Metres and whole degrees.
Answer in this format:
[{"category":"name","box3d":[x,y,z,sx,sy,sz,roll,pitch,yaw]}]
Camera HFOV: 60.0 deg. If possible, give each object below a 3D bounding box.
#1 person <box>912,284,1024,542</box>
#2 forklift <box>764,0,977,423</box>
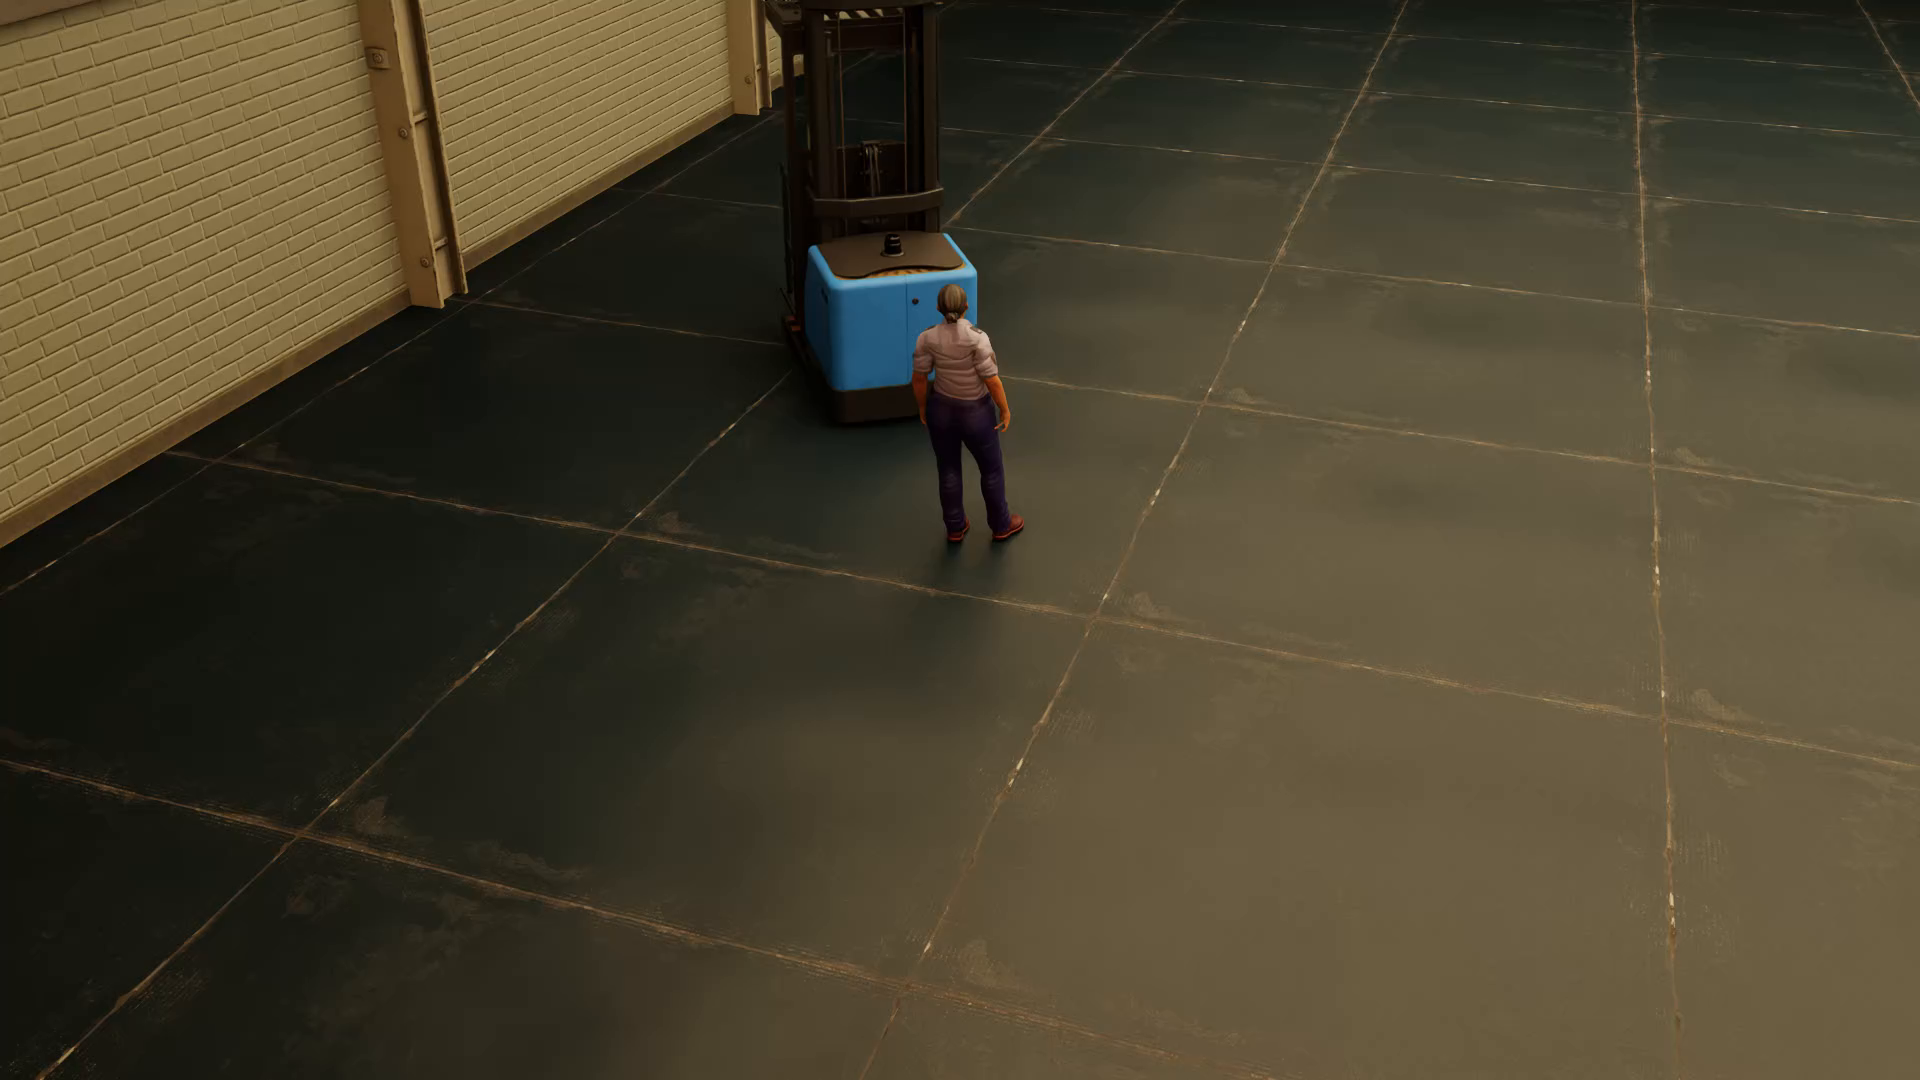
[{"category":"person","box3d":[0.051,-0.760,9.752,0.598,1.651,0.502,10,31,16]},{"category":"forklift","box3d":[-0.748,-2.786,12.024,1.130,2.935,3.031,-8,31,-13]}]
